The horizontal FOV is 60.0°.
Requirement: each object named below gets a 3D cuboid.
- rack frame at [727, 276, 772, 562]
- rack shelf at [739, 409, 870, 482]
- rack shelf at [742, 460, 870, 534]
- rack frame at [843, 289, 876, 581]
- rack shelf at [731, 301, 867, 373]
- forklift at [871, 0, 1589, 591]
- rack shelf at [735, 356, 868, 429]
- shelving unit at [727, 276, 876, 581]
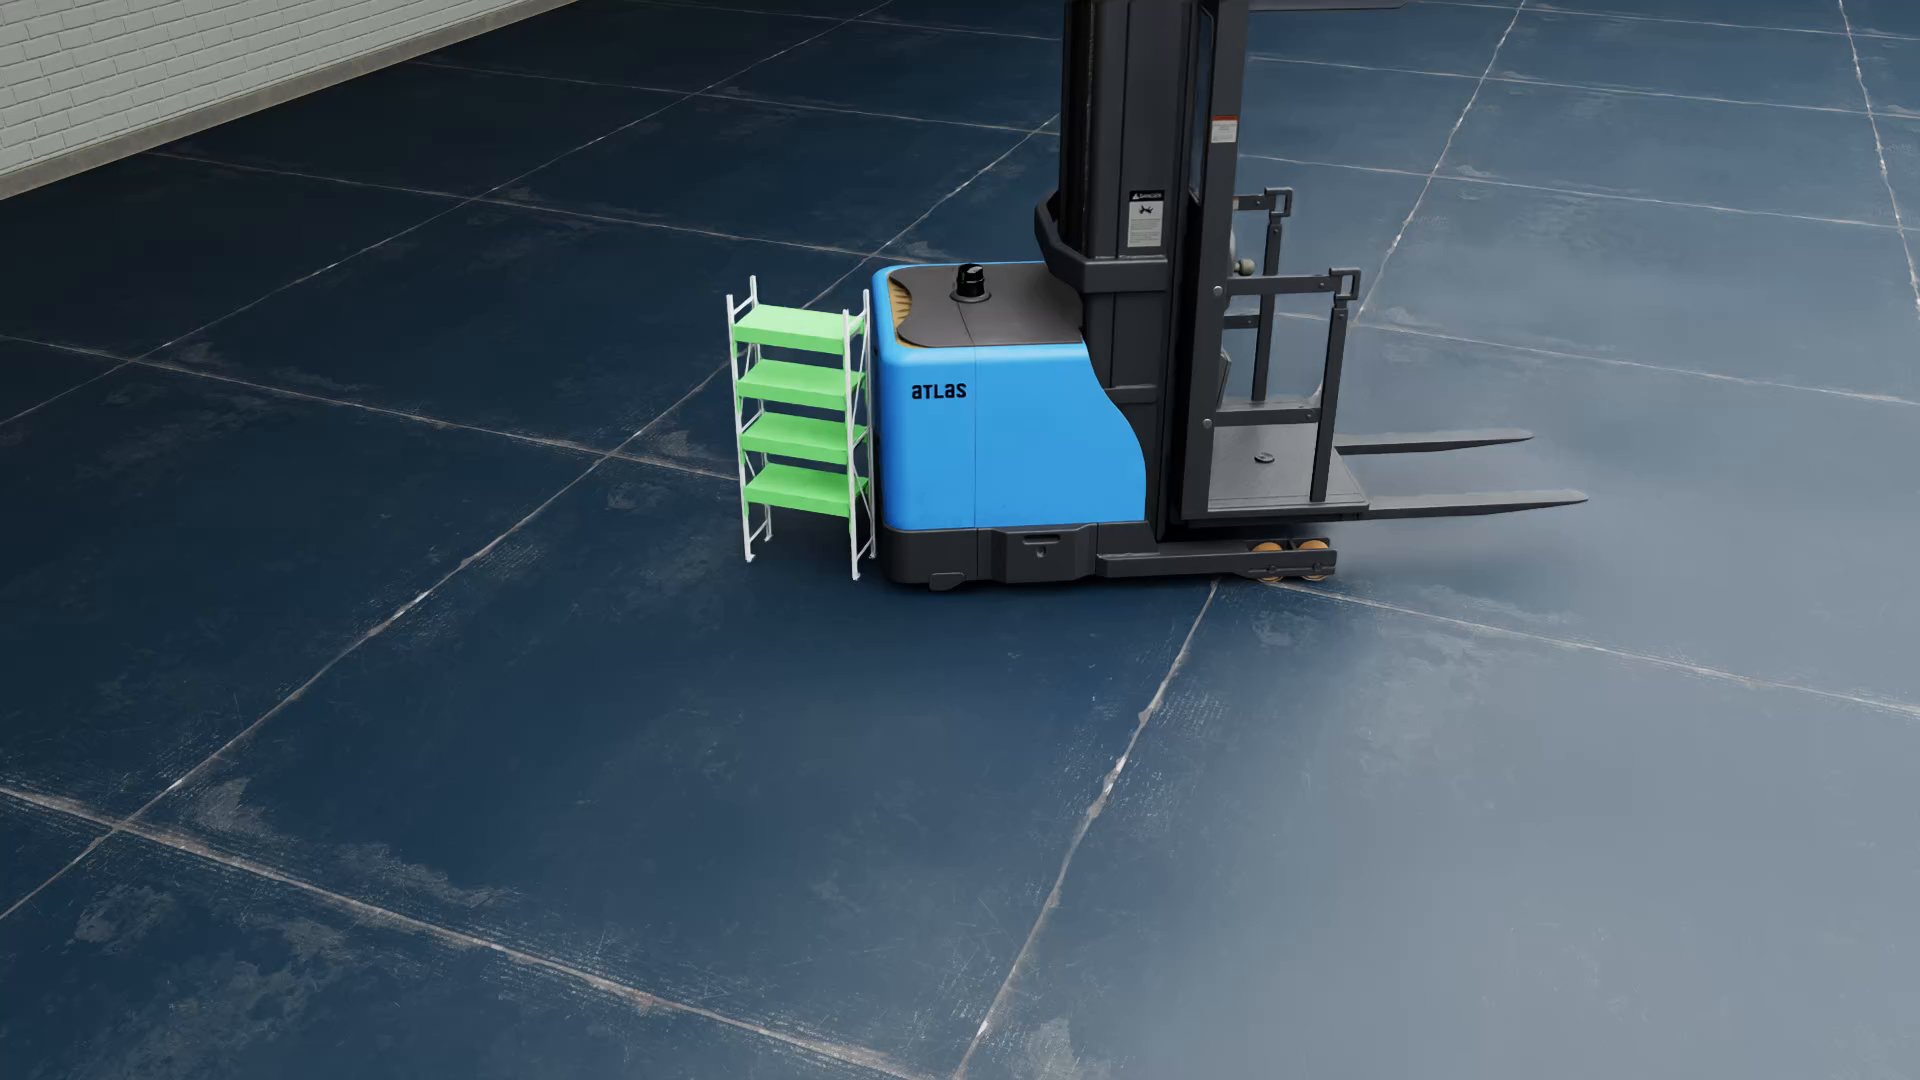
[{"bbox_3d":[-0.868,-0.485,6.888,0.015,1.200,0.240,9,31,16],"label":"rack frame"},{"bbox_3d":[-0.636,-0.392,6.853,0.480,0.148,0.258,9,31,16],"label":"rack shelf"},{"bbox_3d":[-0.636,-0.183,6.971,0.480,0.148,0.258,9,31,16],"label":"rack shelf"},{"bbox_3d":[-0.405,-0.410,6.755,0.015,1.200,0.240,9,31,16],"label":"rack frame"},{"bbox_3d":[-0.636,-0.809,6.617,0.480,0.148,0.258,9,31,16],"label":"rack shelf"},{"bbox_3d":[1.154,-1.354,6.667,3.031,2.935,1.130,-3,30,-4],"label":"forklift"},{"bbox_3d":[-0.636,-0.601,6.735,0.480,0.148,0.258,9,31,16],"label":"rack shelf"},{"bbox_3d":[-0.636,-0.447,6.822,0.503,1.200,0.258,9,31,16],"label":"shelving unit"}]
